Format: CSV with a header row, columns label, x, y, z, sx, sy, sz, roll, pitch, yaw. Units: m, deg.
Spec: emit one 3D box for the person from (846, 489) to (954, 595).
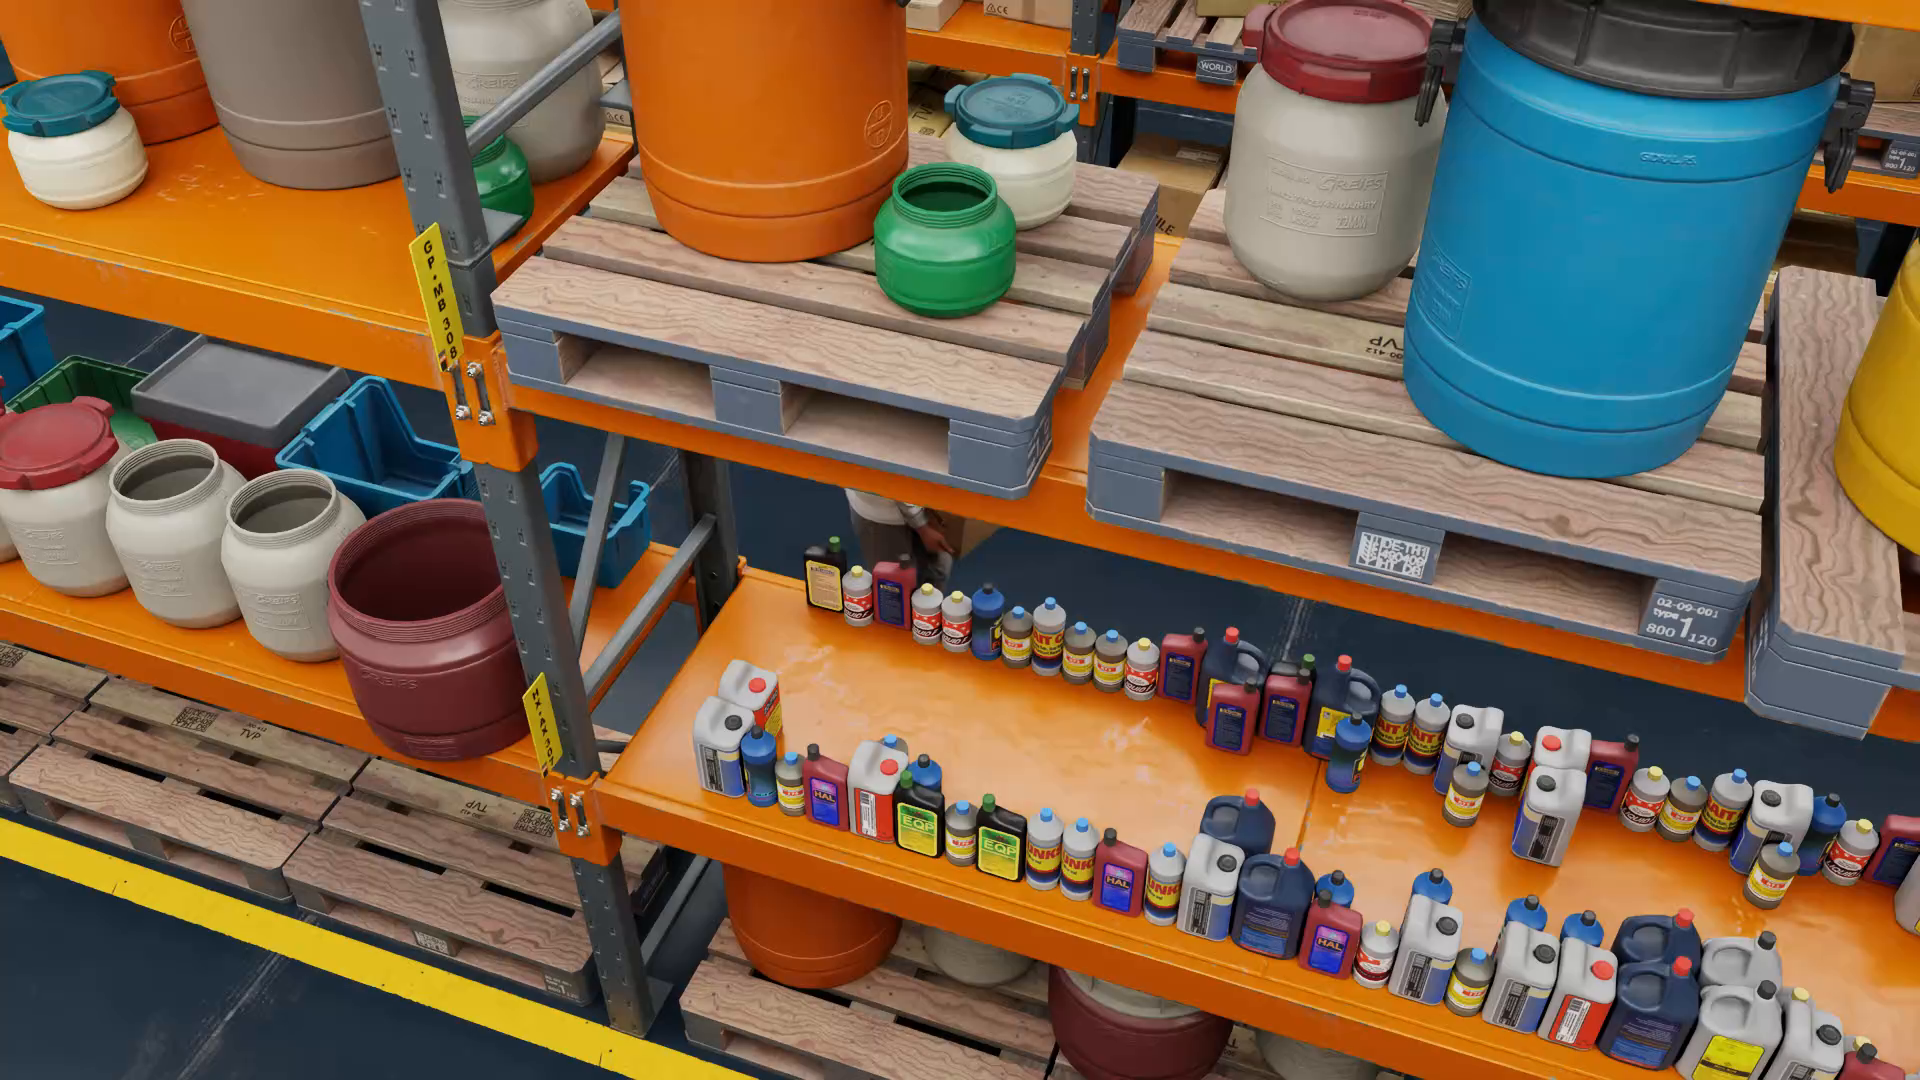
label,x,y,z,sx,sy,sz,roll,pitch,yaw
person,-0.138,-0.141,6.303,0.553,1.772,0.495,30,49,30
